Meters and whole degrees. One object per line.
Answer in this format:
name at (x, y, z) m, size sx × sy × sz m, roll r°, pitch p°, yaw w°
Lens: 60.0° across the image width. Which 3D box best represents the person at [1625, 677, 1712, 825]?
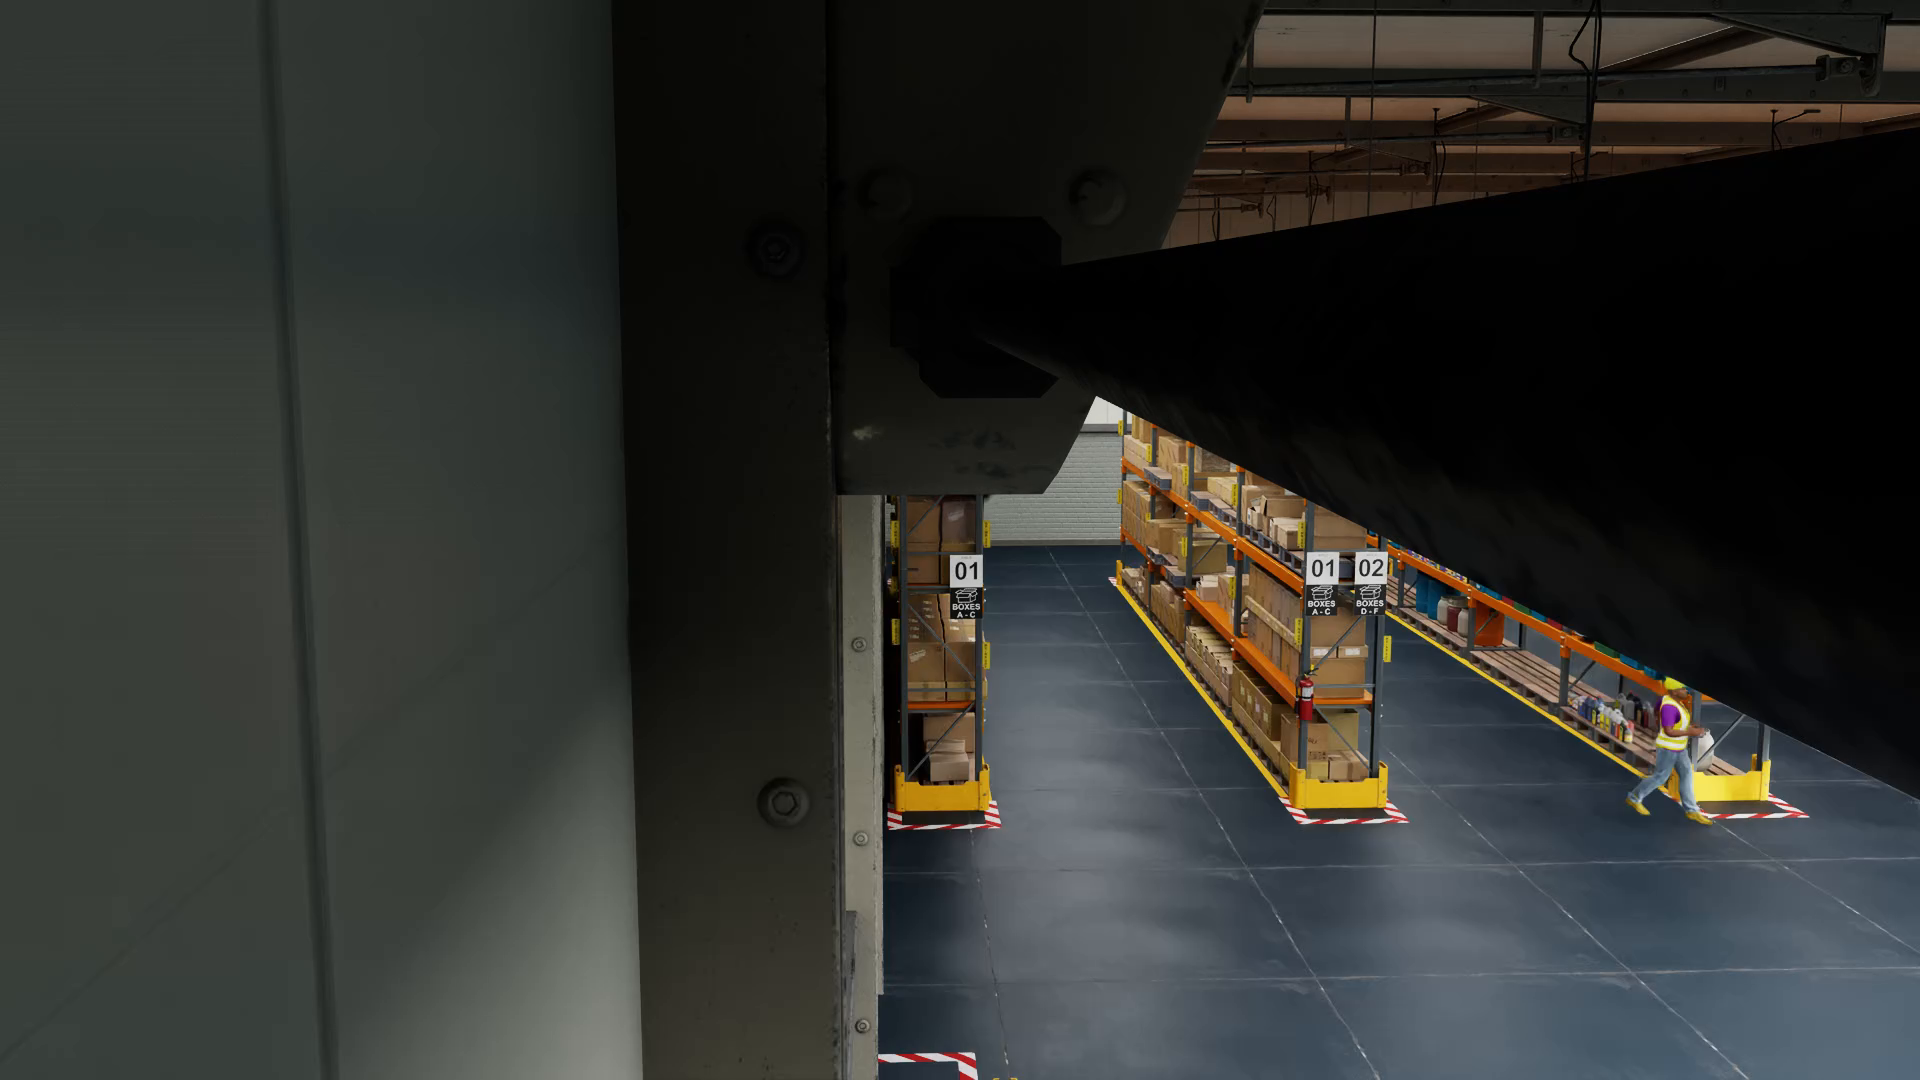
person at (8.535, 2.498, 19.931) m, size 0.962 × 1.769 × 0.703 m, roll 6°, pitch 10°, yaw 36°
